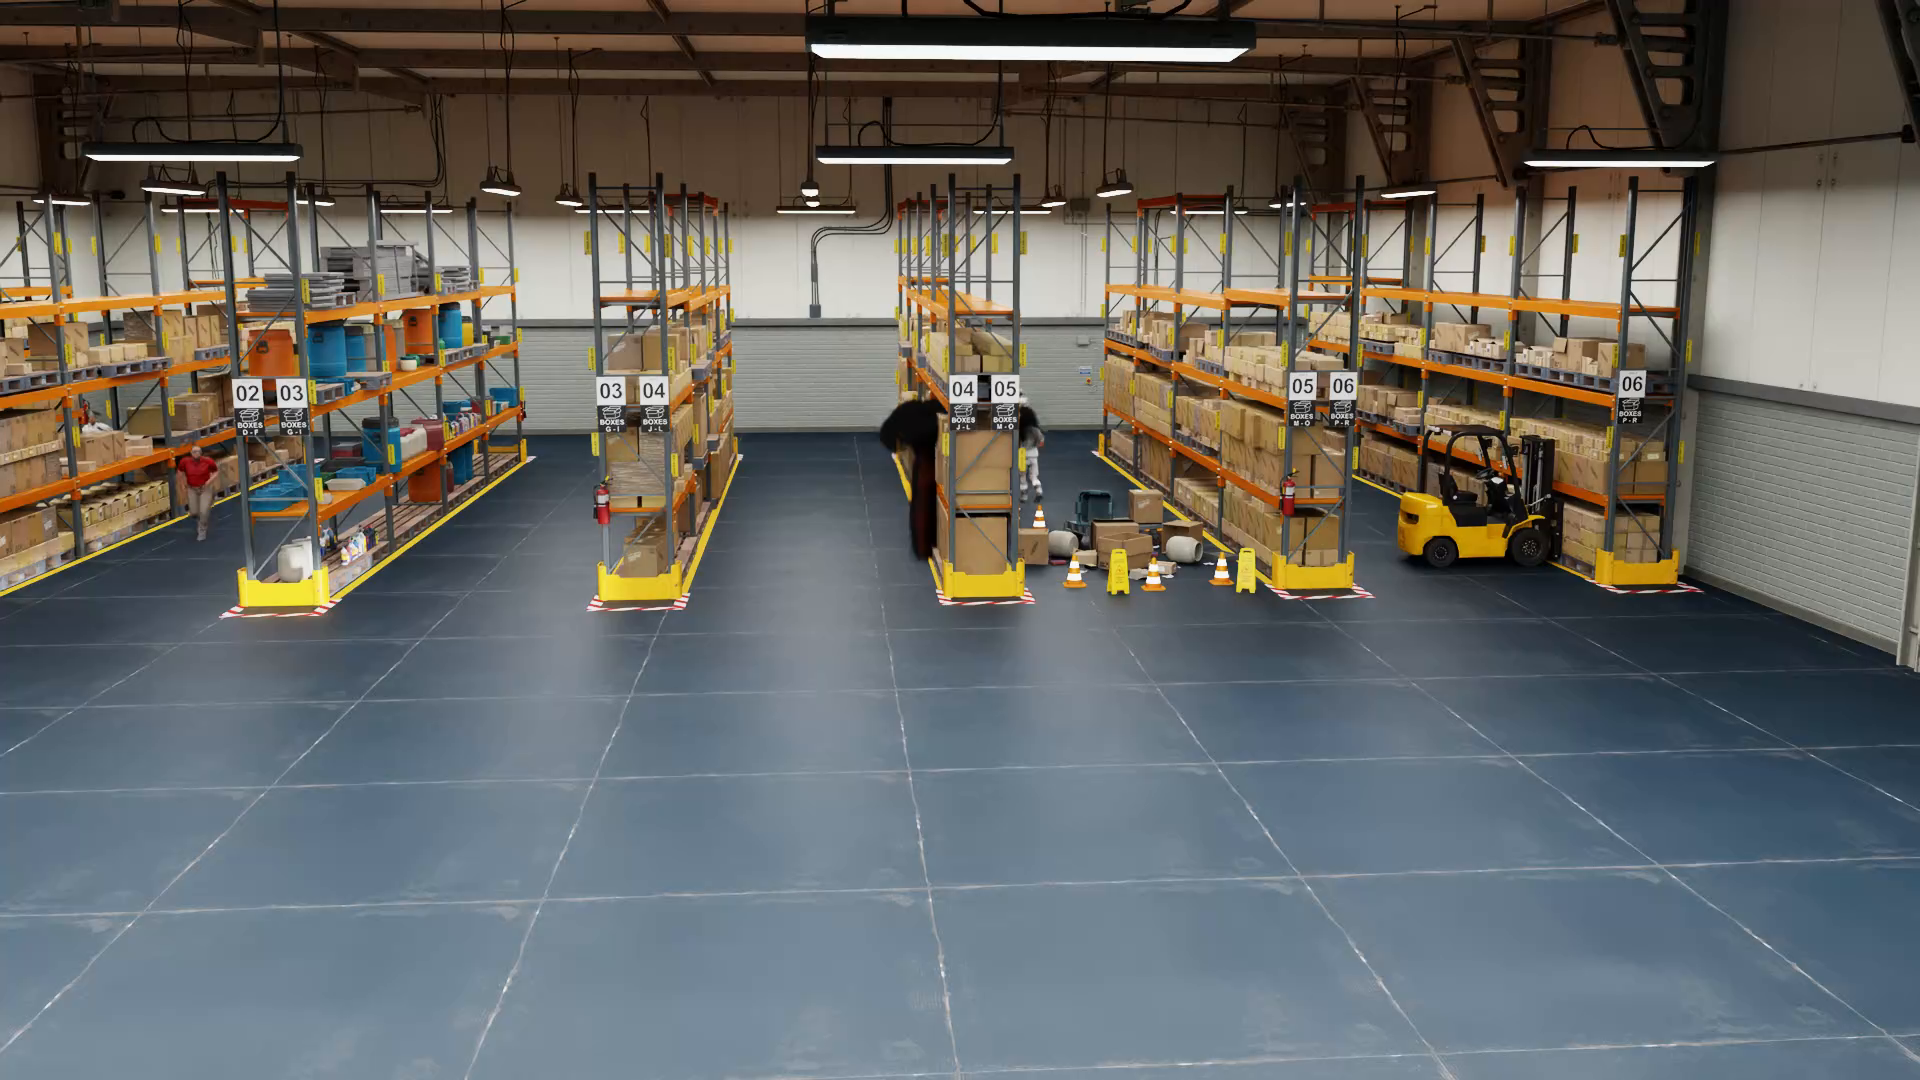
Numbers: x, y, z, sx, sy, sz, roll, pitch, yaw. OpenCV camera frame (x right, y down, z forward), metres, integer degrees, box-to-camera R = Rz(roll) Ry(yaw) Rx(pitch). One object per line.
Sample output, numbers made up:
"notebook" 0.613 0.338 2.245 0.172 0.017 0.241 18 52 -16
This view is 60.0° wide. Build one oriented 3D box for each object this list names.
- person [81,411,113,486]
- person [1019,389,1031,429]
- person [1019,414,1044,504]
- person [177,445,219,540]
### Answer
"person" -17.653 -1.789 34.015 0.542 1.732 0.813 0 10 2
"person" 1.439 -2.805 39.757 0.557 1.661 0.455 -5 11 -28
"person" 1.359 -1.551 32.129 0.670 1.748 0.904 -3 11 -18
"person" -13.128 -0.836 28.702 0.650 1.657 0.711 -4 11 -23
